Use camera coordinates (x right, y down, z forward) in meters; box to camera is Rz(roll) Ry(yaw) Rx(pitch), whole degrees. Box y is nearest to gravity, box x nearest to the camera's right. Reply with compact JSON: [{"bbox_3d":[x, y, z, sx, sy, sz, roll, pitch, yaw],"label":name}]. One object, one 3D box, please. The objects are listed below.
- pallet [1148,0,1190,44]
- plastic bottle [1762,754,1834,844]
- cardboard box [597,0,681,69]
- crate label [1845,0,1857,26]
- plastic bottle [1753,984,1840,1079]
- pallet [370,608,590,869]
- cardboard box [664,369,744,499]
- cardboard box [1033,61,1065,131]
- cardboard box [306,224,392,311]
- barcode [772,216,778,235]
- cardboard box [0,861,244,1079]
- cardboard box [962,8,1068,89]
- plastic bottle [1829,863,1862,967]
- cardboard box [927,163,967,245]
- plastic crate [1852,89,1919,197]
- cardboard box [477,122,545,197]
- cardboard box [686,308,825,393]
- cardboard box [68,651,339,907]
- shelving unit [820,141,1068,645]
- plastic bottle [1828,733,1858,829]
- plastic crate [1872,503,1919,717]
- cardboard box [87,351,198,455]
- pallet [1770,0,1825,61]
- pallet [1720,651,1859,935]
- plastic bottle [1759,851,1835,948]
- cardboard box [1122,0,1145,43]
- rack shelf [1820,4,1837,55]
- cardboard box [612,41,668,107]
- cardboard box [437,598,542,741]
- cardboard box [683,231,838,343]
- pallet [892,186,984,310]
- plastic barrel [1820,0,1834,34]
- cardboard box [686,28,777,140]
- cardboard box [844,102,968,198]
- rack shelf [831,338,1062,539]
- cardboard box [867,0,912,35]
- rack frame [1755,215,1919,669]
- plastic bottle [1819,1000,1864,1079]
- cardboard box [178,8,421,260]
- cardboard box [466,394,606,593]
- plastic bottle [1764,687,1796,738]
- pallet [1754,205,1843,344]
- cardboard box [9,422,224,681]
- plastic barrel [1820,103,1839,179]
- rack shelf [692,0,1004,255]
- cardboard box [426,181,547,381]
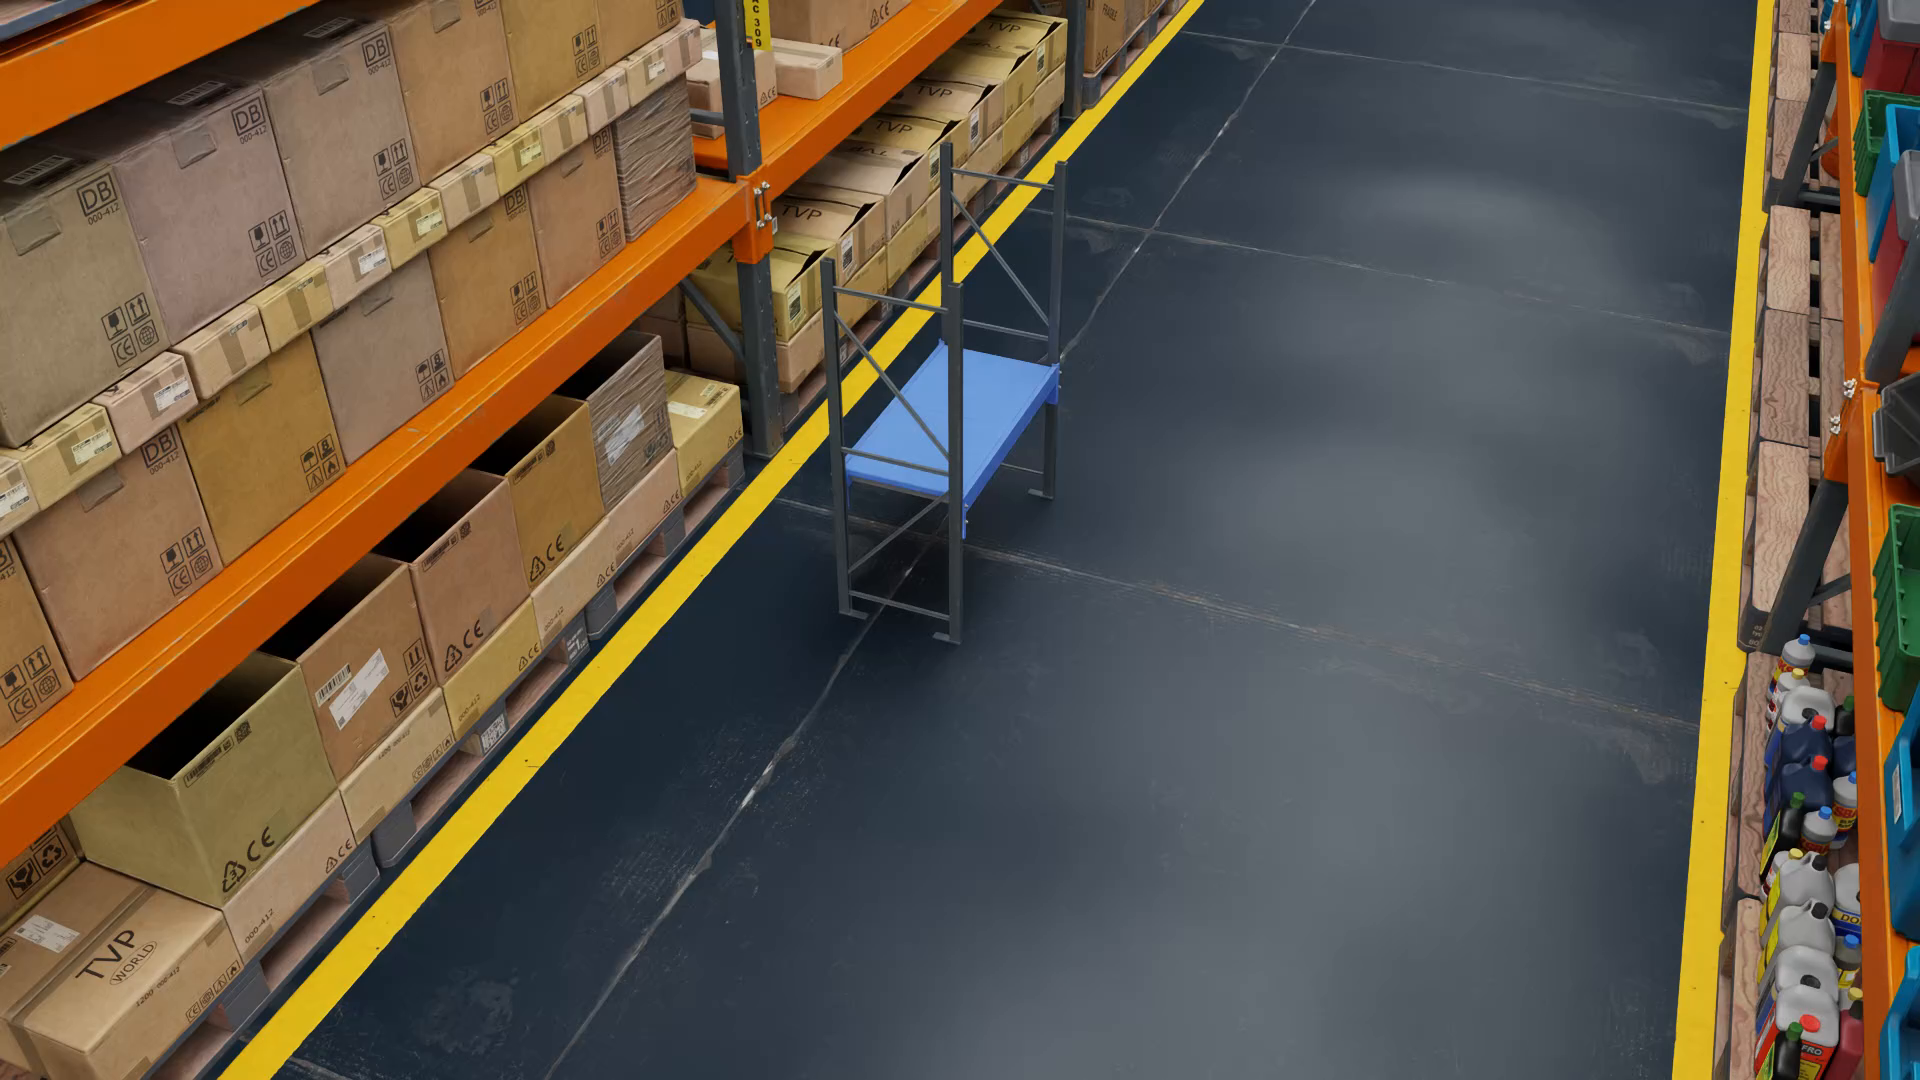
[{"bbox_3d":[1.050,-3.870,11.751,1.003,0.211,1.213,14,39,18],"label":"pallet"},{"bbox_3d":[2.560,0.778,5.049,0.144,0.351,0.185,12,38,16],"label":"plastic bottle"},{"bbox_3d":[-1.420,-2.007,5.762,0.700,0.500,0.500,14,39,18],"label":"cardboard box"},{"bbox_3d":[4.337,-2.564,7.814,0.303,0.233,0.416,14,39,18],"label":"crate label"},{"bbox_3d":[2.215,1.316,4.392,0.152,0.276,0.135,14,39,18],"label":"plastic bottle"},{"bbox_3d":[-2.061,0.531,5.863,1.003,0.211,1.213,14,39,18],"label":"pallet"},{"bbox_3d":[-1.231,-0.455,6.799,0.500,0.250,0.500,14,39,18],"label":"cardboard box"},{"bbox_3d":[0.290,-2.629,9.708,0.500,0.250,0.500,15,39,19],"label":"cardboard box"},{"bbox_3d":[-1.845,-0.799,4.688,0.380,0.149,0.250,14,39,18],"label":"cardboard box"},{"bbox_3d":[-0.775,-1.300,6.903,0.001,0.075,0.075,14,39,18],"label":"barcode"},{"bbox_3d":[-2.369,1.207,4.575,0.500,0.250,0.500,14,39,18],"label":"cardboard box"},{"bbox_3d":[0.293,-2.854,9.541,0.500,0.311,0.500,15,39,19],"label":"cardboard box"},{"bbox_3d":[2.544,1.063,4.730,0.152,0.276,0.135,14,39,18],"label":"plastic bottle"},{"bbox_3d":[-0.290,-1.780,8.571,0.500,0.250,0.500,15,39,19],"label":"cardboard box"},{"bbox_3d":[3.724,-1.507,6.438,0.450,0.188,0.662,14,39,18],"label":"plastic crate"},{"bbox_3d":[-1.551,-1.232,5.267,0.380,0.149,0.250,14,39,18],"label":"cardboard box"},{"bbox_3d":[-0.874,-0.928,7.432,0.500,0.250,0.500,13,39,17],"label":"cardboard box"},{"bbox_3d":[-2.181,0.630,4.722,0.500,0.500,0.500,14,39,18],"label":"cardboard box"},{"bbox_3d":[-0.032,-0.554,6.238,0.538,1.500,1.048,14,39,18],"label":"shelving unit"},{"bbox_3d":[2.765,0.706,5.145,0.144,0.351,0.185,14,39,18],"label":"plastic bottle"},{"bbox_3d":[2.545,0.208,4.143,0.450,0.188,0.662,14,39,18],"label":"plastic crate"},{"bbox_3d":[-2.138,-0.371,4.116,0.380,0.149,0.250,13,39,17],"label":"cardboard box"},{"bbox_3d":[6.034,-3.458,11.201,1.003,0.211,1.213,14,39,18],"label":"pallet"},{"bbox_3d":[3.028,0.915,5.349,1.003,0.211,1.213,14,39,18],"label":"pallet"},{"bbox_3d":[2.398,1.013,4.734,0.144,0.351,0.185,14,39,17],"label":"plastic bottle"},{"bbox_3d":[0.896,-3.562,10.730,0.500,0.500,0.500,12,39,16],"label":"cardboard box"},{"bbox_3d":[5.605,-3.598,9.659,1.077,0.370,4.000,14,39,18],"label":"rack shelf"},{"bbox_3d":[-1.258,-1.658,5.838,0.380,0.149,0.250,13,39,17],"label":"cardboard box"},{"bbox_3d":[-1.797,0.377,5.686,0.500,0.250,0.500,14,39,18],"label":"cardboard box"},{"bbox_3d":[-0.869,-1.158,7.271,0.500,0.311,0.500,14,39,18],"label":"cardboard box"},{"bbox_3d":[-0.550,-1.672,8.811,1.003,0.211,1.213,14,39,18],"label":"pallet"},{"bbox_3d":[5.874,-3.631,10.505,0.600,0.901,0.708,14,39,18],"label":"plastic barrel"},{"bbox_3d":[-1.110,-1.917,6.934,0.500,0.250,0.500,16,40,21],"label":"cardboard box"},{"bbox_3d":[-0.286,-2.009,8.410,0.500,0.311,0.500,15,39,19],"label":"cardboard box"},{"bbox_3d":[-0.032,-0.409,6.345,0.538,0.185,1.000,14,39,18],"label":"rack shelf"},{"bbox_3d":[-0.559,-2.725,7.806,0.500,0.500,0.500,14,39,18],"label":"cardboard box"},{"bbox_3d":[3.322,-0.564,4.999,1.000,3.000,0.127,14,39,18],"label":"rack frame"},{"bbox_3d":[2.314,1.337,4.358,0.061,0.283,0.133,14,39,18],"label":"plastic bottle"},{"bbox_3d":[-1.993,-1.173,4.647,0.700,0.500,0.500,14,39,18],"label":"cardboard box"},{"bbox_3d":[-1.619,-0.203,5.836,0.500,0.500,0.500,14,39,18],"label":"cardboard box"},{"bbox_3d":[2.718,0.570,5.452,0.097,0.201,0.097,0,37,0],"label":"plastic bottle"},{"bbox_3d":[4.514,-1.241,8.235,1.003,0.211,1.213,14,39,18],"label":"pallet"},{"bbox_3d":[-2.394,-0.067,4.251,0.700,0.500,0.500,15,39,19],"label":"cardboard box"},{"bbox_3d":[5.015,-2.352,8.853,0.600,0.830,0.708,14,39,18],"label":"plastic barrel"},{"bbox_3d":[-0.496,-2.513,8.208,1.077,0.370,4.000,14,39,18],"label":"rack shelf"},{"bbox_3d":[-1.809,-0.917,5.388,0.700,0.500,0.500,14,39,18],"label":"cardboard box"}]
